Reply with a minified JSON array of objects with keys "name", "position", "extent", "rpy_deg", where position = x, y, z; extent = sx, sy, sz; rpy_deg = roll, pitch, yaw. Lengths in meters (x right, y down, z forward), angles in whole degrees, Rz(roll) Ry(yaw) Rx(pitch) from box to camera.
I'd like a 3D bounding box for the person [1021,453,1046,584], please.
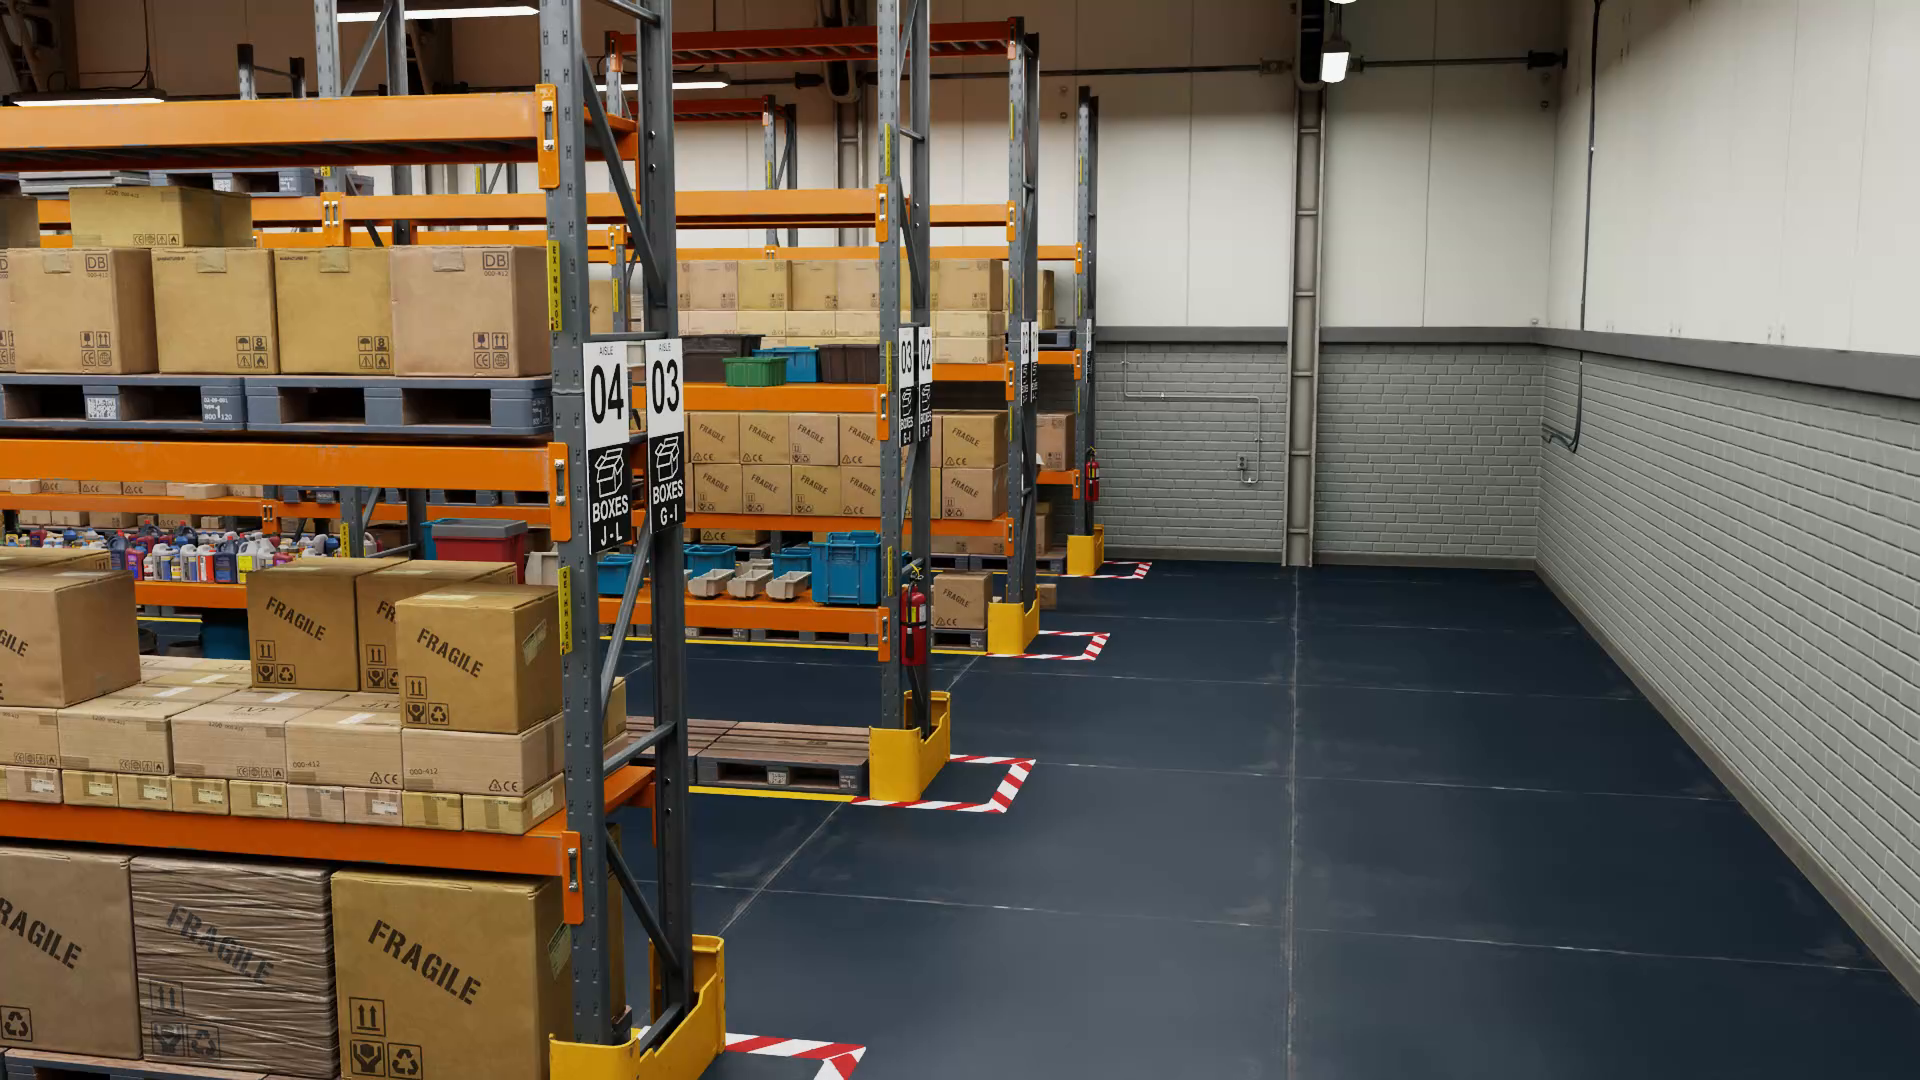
[{"name":"person","position":[0.723,-0.116,18.585],"extent":[0.463,1.759,0.626],"rpy_deg":[1,8,8]}]
